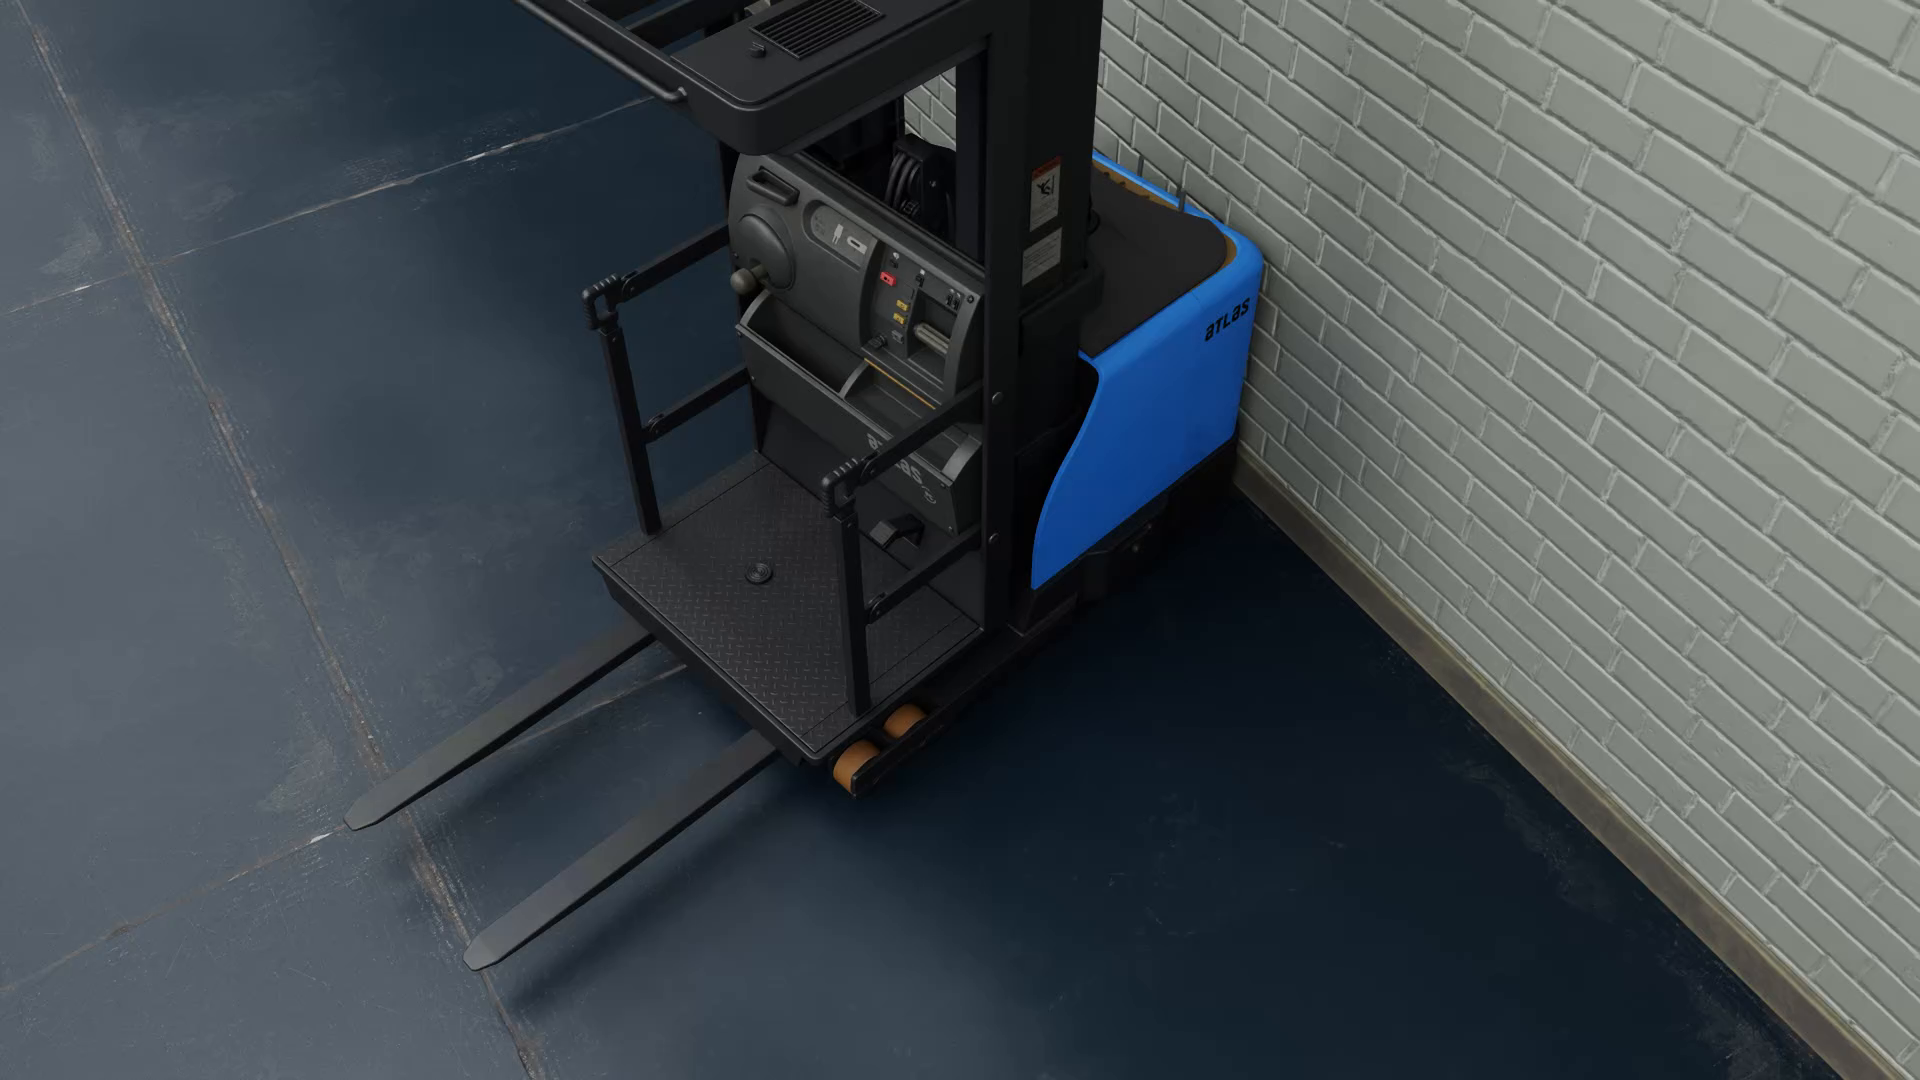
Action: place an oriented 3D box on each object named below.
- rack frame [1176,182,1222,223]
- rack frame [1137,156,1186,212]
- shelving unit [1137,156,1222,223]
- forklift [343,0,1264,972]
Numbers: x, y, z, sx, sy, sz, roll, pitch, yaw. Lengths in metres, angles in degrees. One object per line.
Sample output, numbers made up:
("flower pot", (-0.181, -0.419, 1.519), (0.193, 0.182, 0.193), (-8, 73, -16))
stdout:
("rack frame", (0.772, -0.810, 5.766), (0.006, 1.200, 0.240), (-23, 52, -23))
("rack frame", (0.618, -0.743, 5.694), (0.006, 1.200, 0.240), (-23, 52, -23))
("shelving unit", (0.695, -0.776, 5.730), (0.189, 1.200, 0.258), (-23, 52, -23))
("forklift", (-0.449, -0.646, 4.363), (3.031, 2.935, 1.130), (-36, 58, -28))
